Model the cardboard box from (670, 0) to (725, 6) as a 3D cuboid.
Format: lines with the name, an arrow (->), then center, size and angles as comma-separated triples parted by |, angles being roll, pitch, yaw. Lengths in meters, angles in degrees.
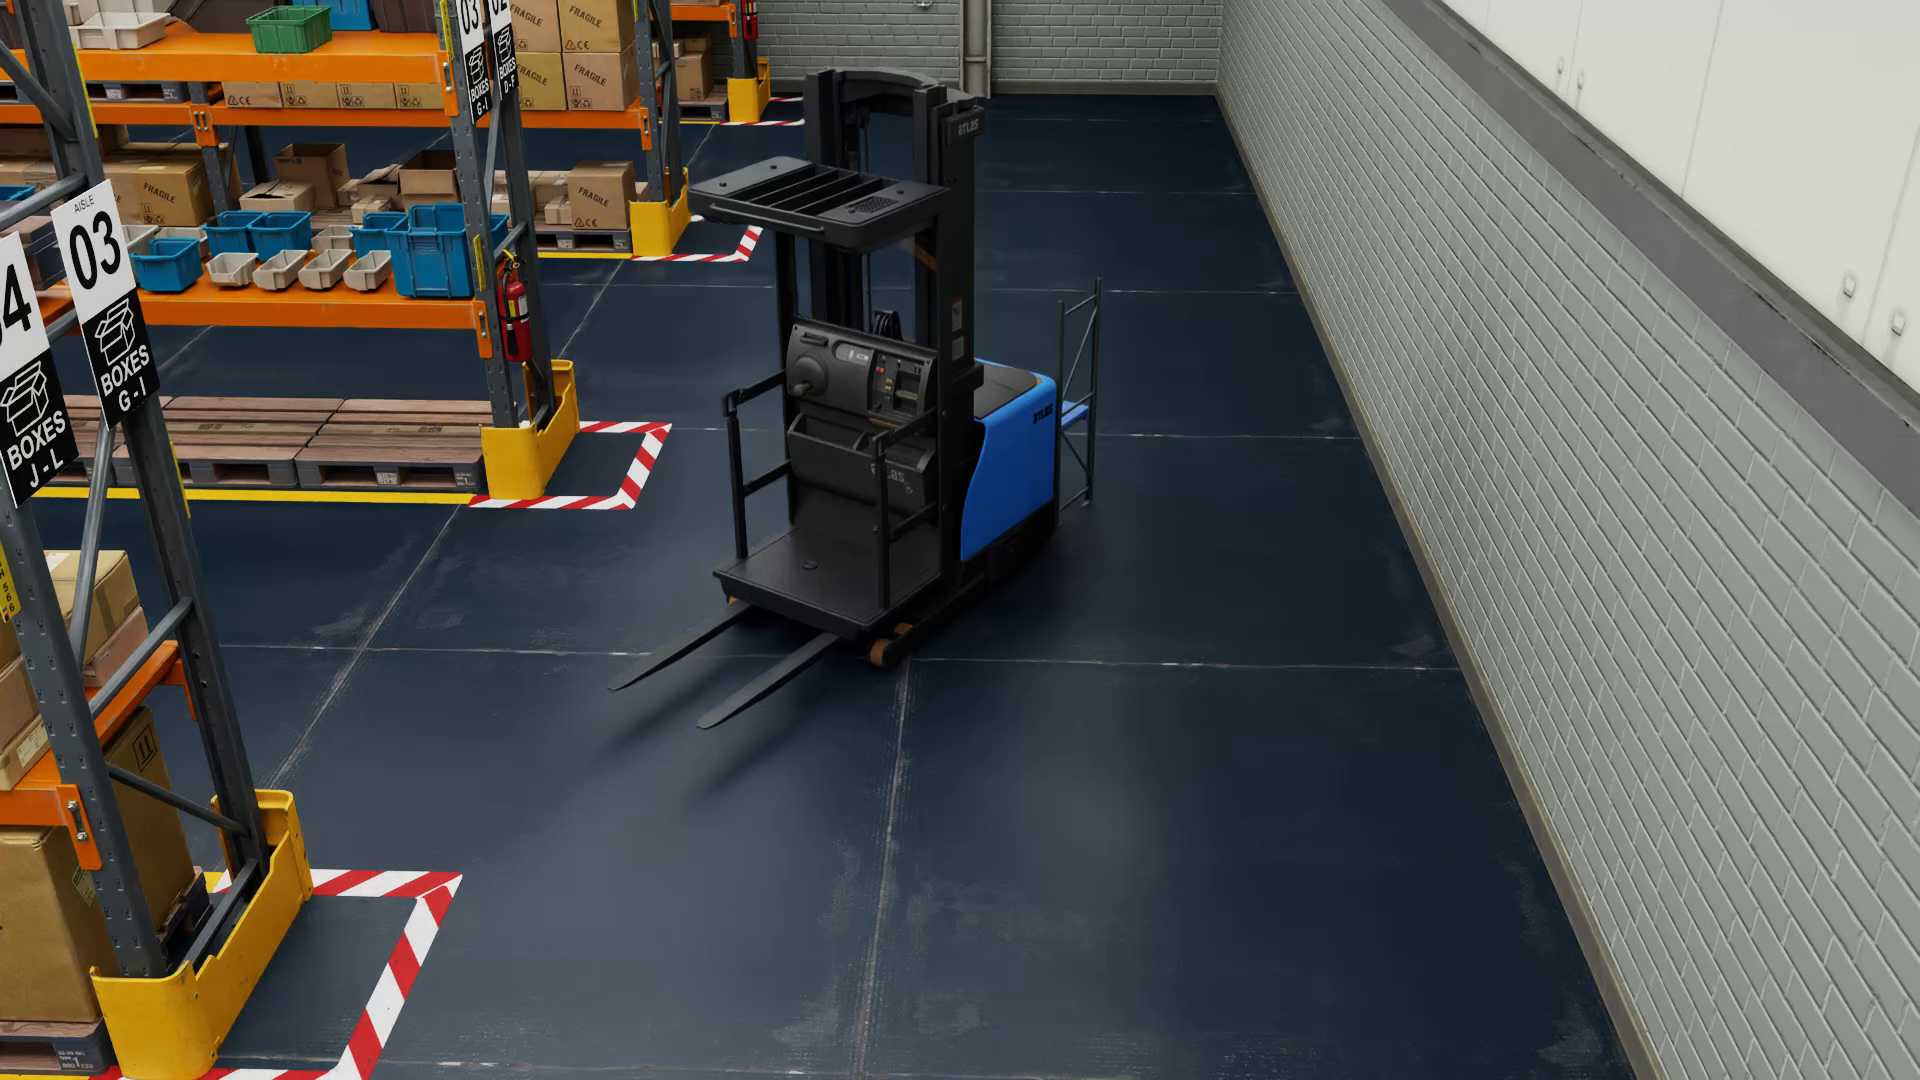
cardboard box -> -3.049, -6.627, 19.228 | 0.700, 0.700, 0.980 | 2, 28, 4

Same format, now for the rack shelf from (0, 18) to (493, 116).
rack shelf -> -4.888, -2.894, 10.072 | 4.000, 0.370, 1.077 | 1, 28, 2

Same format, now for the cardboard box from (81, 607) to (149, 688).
cardboard box -> -3.407, 0.416, 6.531 | 0.250, 0.149, 0.380 | 1, 28, 2

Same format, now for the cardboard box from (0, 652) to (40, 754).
cardboard box -> -3.557, 0.516, 5.916 | 0.500, 0.250, 0.500 | 1, 28, 1

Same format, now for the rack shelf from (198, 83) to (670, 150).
rack shelf -> -4.709, -3.887, 15.148 | 4.000, 0.370, 1.077 | 1, 28, 2

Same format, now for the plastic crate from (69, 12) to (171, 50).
plastic crate -> -4.963, -2.980, 9.748 | 0.530, 0.136, 0.437 | 1, 28, 2

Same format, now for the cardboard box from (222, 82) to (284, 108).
cardboard box -> -6.208, -4.146, 14.762 | 0.500, 0.500, 0.500 | 2, 28, 3

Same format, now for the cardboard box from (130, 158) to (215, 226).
cardboard box -> -7.211, -3.202, 15.287 | 0.500, 0.500, 0.500 | 1, 28, 2

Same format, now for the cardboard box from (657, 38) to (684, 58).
cardboard box -> -3.377, -5.740, 19.403 | 0.250, 0.149, 0.380 | 1, 28, 1

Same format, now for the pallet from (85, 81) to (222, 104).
pallet -> -7.503, -4.217, 15.208 | 1.213, 0.211, 1.003 | 1, 28, 2

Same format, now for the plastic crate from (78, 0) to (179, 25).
plastic crate -> -5.093, -3.307, 10.210 | 0.530, 0.282, 0.437 | 1, 28, 2

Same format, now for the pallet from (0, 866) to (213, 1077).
pallet -> -3.865, 1.721, 6.779 | 1.213, 0.211, 1.003 | 1, 28, 2

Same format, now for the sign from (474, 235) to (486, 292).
sign -> -2.892, -1.668, 10.019 | 0.005, 0.325, 0.100 | 1, 28, 2

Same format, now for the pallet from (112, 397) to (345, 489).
pallet -> -4.928, -0.675, 11.297 | 1.213, 0.211, 1.003 | 1, 28, 2

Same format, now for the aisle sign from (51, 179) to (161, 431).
aisle sign -> -2.981, -0.823, 5.824 | 0.004, 0.787, 0.394 | 1, 28, 2

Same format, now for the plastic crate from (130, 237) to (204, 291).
plastic crate -> -4.950, -1.720, 10.406 | 0.300, 0.233, 0.416 | 1, 28, 2

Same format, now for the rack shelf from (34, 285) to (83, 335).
rack shelf -> -5.062, -0.575, 5.698 | 4.000, 0.370, 1.077 | 1, 28, 2

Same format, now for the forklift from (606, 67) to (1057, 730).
forklift -> -0.661, -0.856, 8.735 | 1.130, 2.935, 3.031 | 18, 33, 30

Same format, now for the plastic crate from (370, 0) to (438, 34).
plastic crate -> -3.264, -3.258, 10.130 | 0.590, 0.269, 0.497 | 1, 28, 2

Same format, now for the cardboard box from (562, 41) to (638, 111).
cardboard box -> -3.167, -4.096, 14.667 | 0.500, 0.500, 0.500 | 2, 28, 3

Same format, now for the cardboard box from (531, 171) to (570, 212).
cardboard box -> -3.743, -3.301, 15.741 | 0.500, 0.250, 0.500 | 1, 28, 2

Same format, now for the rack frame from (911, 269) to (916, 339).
rack frame -> -0.152, -1.073, 10.672 | 0.032, 1.500, 0.500 | 16, 32, 28

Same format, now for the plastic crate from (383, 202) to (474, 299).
plastic crate -> -3.230, -1.814, 10.367 | 0.499, 0.435, 0.616 | 1, 28, 2

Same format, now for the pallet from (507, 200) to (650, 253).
pallet -> -3.583, -2.954, 15.597 | 1.213, 0.211, 1.003 | 1, 28, 2

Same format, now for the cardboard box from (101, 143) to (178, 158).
cardboard box -> -7.716, -3.454, 15.761 | 0.500, 0.500, 0.500 | 1, 28, 3

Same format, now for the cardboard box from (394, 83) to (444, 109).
cardboard box -> -4.688, -4.122, 14.717 | 0.500, 0.500, 0.500 | 1, 28, 1

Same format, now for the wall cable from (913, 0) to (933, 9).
wall cable -> -1.226, -7.361, 19.849 | 1.851, 1.984, 0.084 | 1, 28, 2

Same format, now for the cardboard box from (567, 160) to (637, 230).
cardboard box -> -3.262, -3.155, 15.199 | 0.500, 0.500, 0.500 | 1, 28, 2

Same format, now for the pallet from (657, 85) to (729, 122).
pallet -> -3.341, -5.235, 19.900 | 1.213, 0.211, 1.003 | 1, 28, 2

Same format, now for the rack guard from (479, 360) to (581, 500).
rack guard -> -2.864, -0.755, 11.140 | 0.348, 0.500, 1.175 | 1, 28, 2

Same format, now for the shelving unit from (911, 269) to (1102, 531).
shelving unit -> 0.279, -0.946, 10.434 | 1.048, 1.500, 0.538 | 16, 32, 28

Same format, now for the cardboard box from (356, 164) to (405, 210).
cardboard box -> -5.379, -3.355, 15.778 | 0.500, 0.311, 0.500 | 1, 28, 2

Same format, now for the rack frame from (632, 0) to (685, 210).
rack frame -> -2.710, -4.172, 14.917 | 0.127, 3.000, 1.000 | 1, 28, 2

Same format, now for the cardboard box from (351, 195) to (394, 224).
cardboard box -> -5.431, -3.063, 15.380 | 0.250, 0.166, 0.380 | 1, 28, 2

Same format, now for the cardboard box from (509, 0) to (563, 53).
cardboard box -> -3.670, -4.544, 14.446 | 0.500, 0.500, 0.500 | 2, 28, 3

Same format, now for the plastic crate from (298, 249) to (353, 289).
plastic crate -> -3.999, -1.704, 10.479 | 0.243, 0.136, 0.396 | 1, 28, 2

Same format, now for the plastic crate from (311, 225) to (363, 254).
plastic crate -> -4.119, -1.977, 10.994 | 0.298, 0.136, 0.250 | 1, 28, 2

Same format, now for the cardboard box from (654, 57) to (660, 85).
cardboard box -> -3.742, -5.545, 19.727 | 0.500, 0.500, 0.700 | 1, 28, 2

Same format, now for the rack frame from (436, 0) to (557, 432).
rack frame -> -2.889, -1.853, 10.543 | 0.127, 3.000, 1.000 | 1, 28, 2

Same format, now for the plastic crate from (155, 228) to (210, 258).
plastic crate -> -5.135, -1.941, 10.927 | 0.466, 0.136, 0.293 | 1, 28, 2

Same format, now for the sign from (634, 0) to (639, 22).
sign -> -2.750, -4.564, 14.082 | 0.005, 0.325, 0.100 | 1, 28, 2

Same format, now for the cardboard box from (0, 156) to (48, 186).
cardboard box -> -8.714, -3.230, 15.339 | 0.500, 0.500, 0.500 | 0, 28, 0
